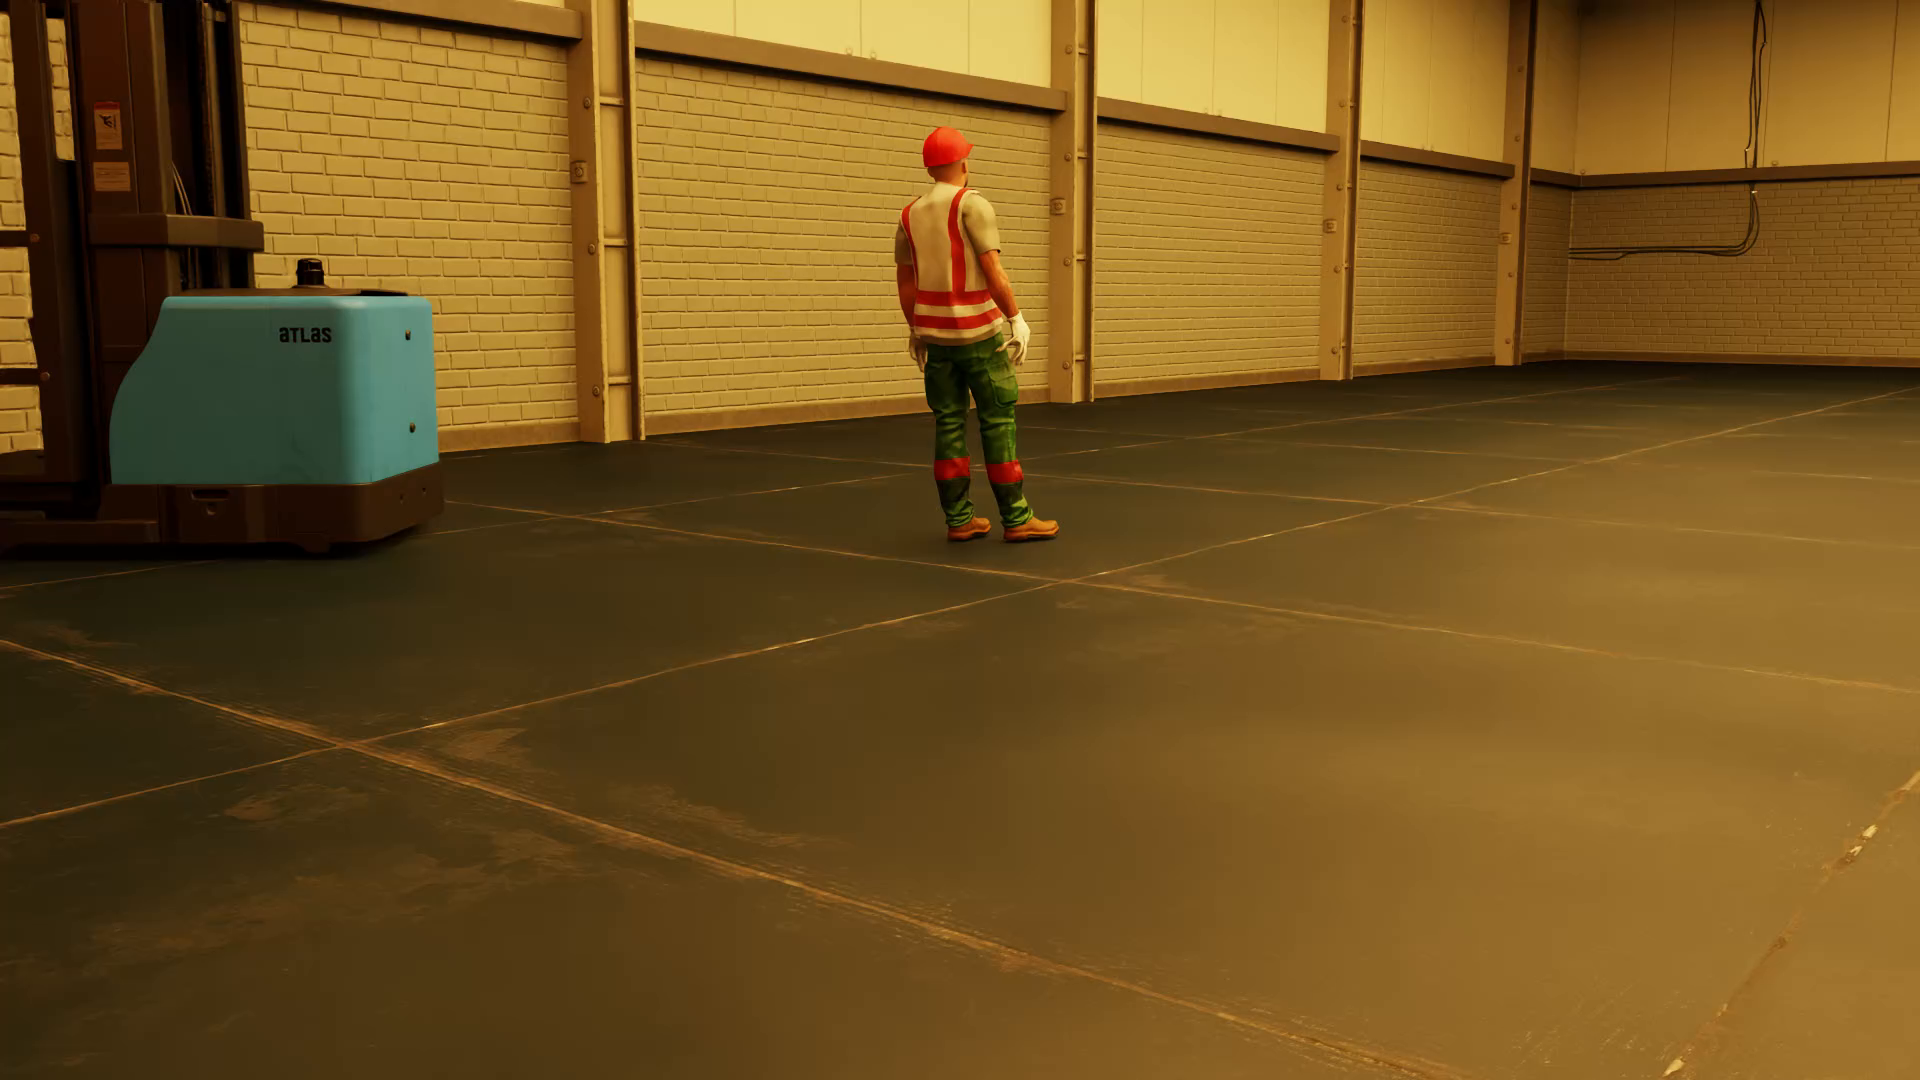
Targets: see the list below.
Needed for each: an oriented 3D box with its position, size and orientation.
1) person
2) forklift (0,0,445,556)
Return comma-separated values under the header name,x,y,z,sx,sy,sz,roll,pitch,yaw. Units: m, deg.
name,x,y,z,sx,sy,sz,roll,pitch,yaw
person,0.060,-0.900,7.329,0.637,1.790,0.562,7,11,38
forklift,-3.927,-1.444,7.151,3.031,2.935,1.130,0,8,0
